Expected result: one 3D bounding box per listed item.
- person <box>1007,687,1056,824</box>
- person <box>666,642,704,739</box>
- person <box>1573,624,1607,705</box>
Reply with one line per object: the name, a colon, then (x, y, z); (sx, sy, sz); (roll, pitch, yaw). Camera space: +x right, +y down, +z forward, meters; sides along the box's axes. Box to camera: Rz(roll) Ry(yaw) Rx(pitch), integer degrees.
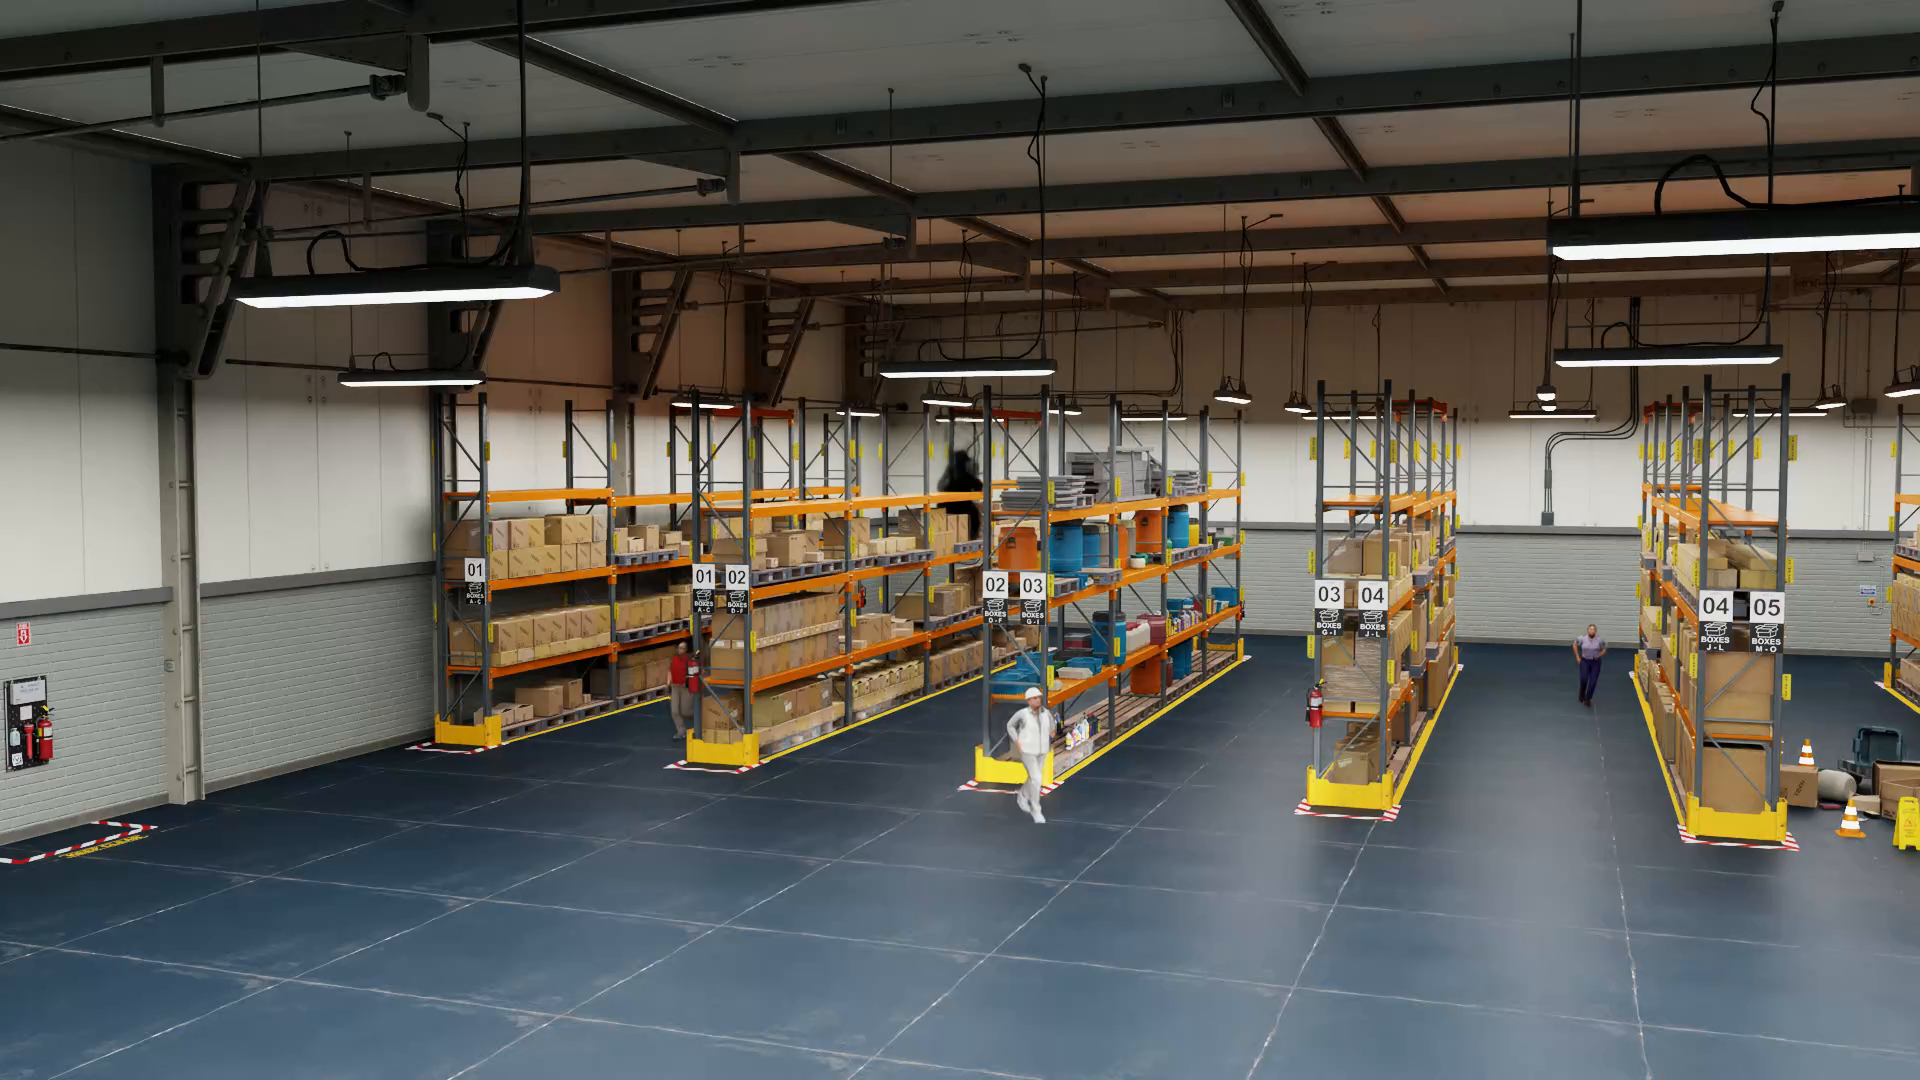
person: (0.999, 2.909, 22.708); (0.659, 1.824, 0.787); (-2, 4, -32)
person: (-4.798, 2.610, 29.042); (0.710, 1.671, 0.631); (1, 3, 22)
person: (12.395, 2.455, 32.698); (0.603, 1.603, 0.605); (1, 3, 14)
